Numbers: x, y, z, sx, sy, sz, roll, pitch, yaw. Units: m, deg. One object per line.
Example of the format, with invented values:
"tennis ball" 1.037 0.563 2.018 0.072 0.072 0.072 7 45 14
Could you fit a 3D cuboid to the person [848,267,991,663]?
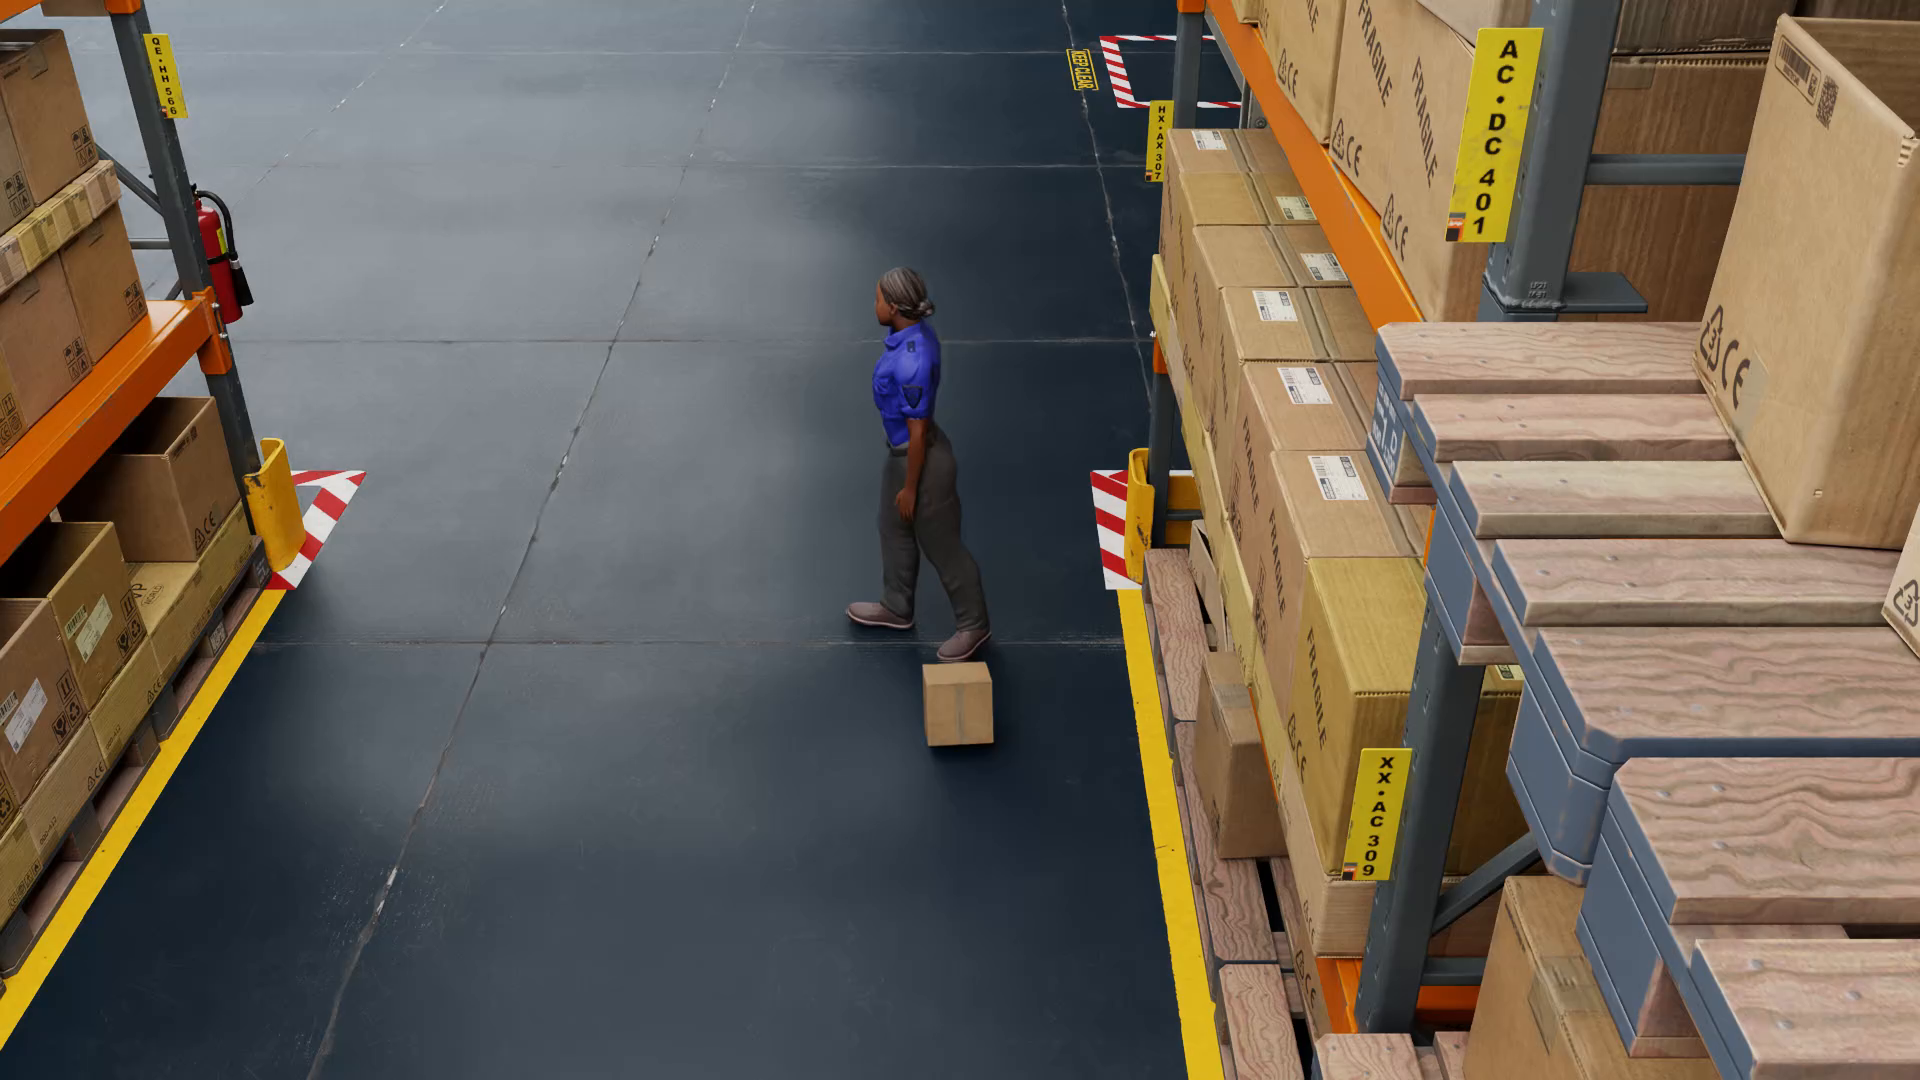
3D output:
"person" -0.173 -0.302 6.622 0.602 1.644 0.522 -2 32 -3
